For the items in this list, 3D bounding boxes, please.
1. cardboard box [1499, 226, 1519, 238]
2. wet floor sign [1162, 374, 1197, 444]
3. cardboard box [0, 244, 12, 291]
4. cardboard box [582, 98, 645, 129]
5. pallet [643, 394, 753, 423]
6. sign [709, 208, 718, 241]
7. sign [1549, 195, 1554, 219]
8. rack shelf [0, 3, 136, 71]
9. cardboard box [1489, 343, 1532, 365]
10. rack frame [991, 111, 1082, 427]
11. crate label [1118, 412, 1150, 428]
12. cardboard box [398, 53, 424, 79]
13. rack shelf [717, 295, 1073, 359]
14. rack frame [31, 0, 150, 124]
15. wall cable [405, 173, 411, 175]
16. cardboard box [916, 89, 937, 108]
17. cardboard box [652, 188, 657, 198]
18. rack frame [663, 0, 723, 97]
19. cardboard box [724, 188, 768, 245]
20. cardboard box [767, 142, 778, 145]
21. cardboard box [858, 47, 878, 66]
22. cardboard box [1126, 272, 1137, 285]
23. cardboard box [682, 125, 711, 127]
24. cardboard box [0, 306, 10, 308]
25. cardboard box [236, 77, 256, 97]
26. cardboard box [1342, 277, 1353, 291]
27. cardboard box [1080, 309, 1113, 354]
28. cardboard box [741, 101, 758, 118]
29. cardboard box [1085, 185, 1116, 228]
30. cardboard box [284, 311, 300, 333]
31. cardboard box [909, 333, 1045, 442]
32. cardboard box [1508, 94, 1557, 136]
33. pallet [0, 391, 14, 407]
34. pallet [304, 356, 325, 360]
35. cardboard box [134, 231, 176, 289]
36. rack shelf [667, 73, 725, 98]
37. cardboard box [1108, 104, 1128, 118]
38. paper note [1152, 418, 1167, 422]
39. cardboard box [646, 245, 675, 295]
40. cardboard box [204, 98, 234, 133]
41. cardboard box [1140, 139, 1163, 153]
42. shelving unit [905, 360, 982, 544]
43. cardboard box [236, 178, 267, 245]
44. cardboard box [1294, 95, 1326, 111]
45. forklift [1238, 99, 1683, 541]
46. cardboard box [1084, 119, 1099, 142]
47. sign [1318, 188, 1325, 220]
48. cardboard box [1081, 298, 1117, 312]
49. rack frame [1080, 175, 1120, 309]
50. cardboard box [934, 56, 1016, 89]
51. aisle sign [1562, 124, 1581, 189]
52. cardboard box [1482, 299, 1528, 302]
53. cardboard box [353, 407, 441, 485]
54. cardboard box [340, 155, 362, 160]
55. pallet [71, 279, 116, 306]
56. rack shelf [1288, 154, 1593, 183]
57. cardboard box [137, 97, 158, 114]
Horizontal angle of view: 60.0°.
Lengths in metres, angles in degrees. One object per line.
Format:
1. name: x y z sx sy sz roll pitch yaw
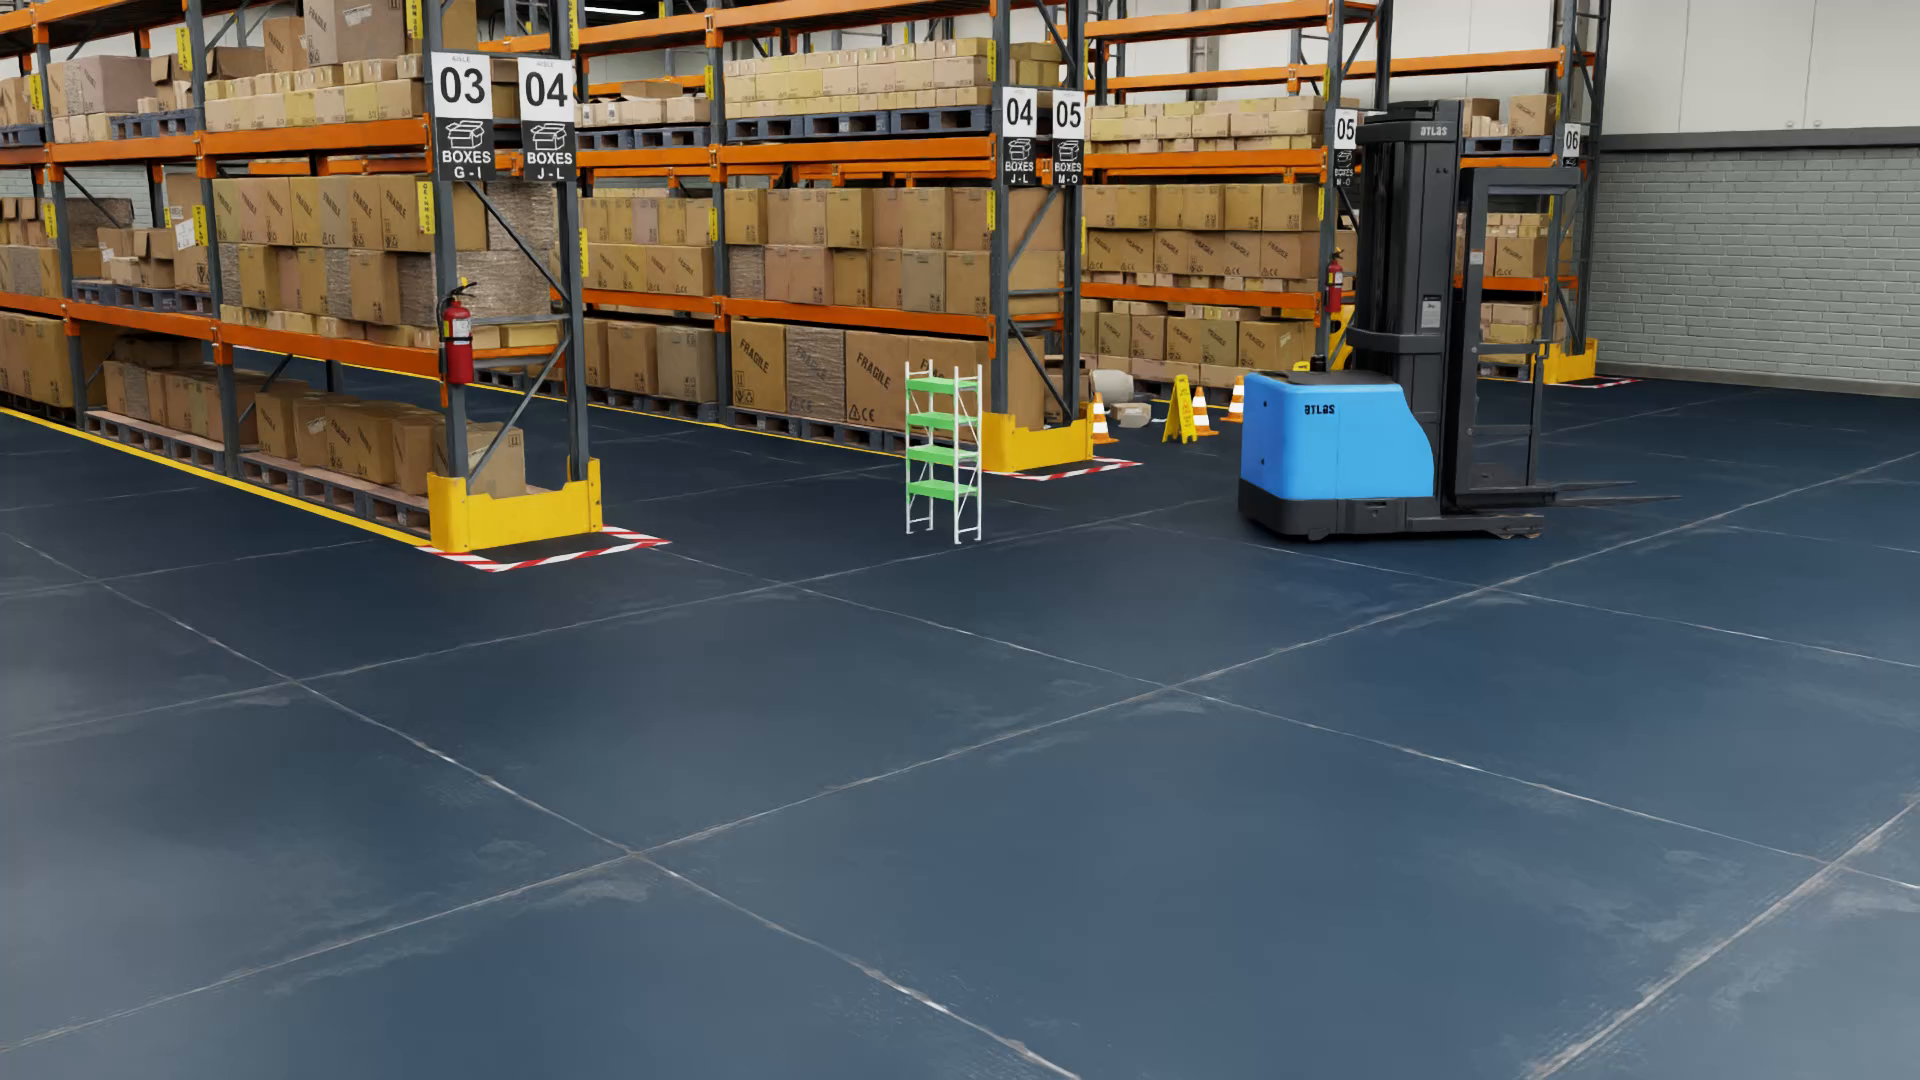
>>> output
1. cardboard box: 7.124 -3.957 21.330 0.380 0.149 0.250 -11 16 -42
2. wet floor sign: 2.118 -1.268 15.965 0.232 0.644 0.267 8 14 35
3. cardboard box: -10.448 -3.025 18.411 0.500 0.500 0.500 11 16 44
4. cardboard box: -3.817 -4.712 18.350 0.500 0.311 0.500 -11 16 -44
5. pallet: -2.683 -1.469 18.020 1.003 0.211 1.213 -11 16 -43
6. sign: -2.482 -3.184 16.760 0.100 0.325 0.005 -11 16 -43
7. sign: 7.362 -4.155 20.691 0.100 0.325 0.005 -11 16 -43
8. rack shelf: -9.897 -5.322 17.717 1.077 0.370 4.000 -11 16 -43
9. cardboard box: 7.211 -2.429 21.543 0.500 0.250 0.500 -11 16 -42
10. rack frame: 0.666 -2.149 14.409 1.000 3.000 0.127 -11 16 -43
11. crate label: 1.791 -1.236 17.073 0.298 0.136 0.250 3 12 16
12. cardboard box: -3.408 -3.061 10.784 0.380 0.149 0.250 -11 16 -43
13. rack shelf: -0.715 -2.089 15.898 1.077 0.370 4.000 -11 16 -43
14. rack frame: -8.515 -5.578 16.187 1.000 3.000 0.127 -11 16 -43
15. wall cable: -10.784 -6.521 33.036 0.585 1.953 0.123 -11 16 -43
16. cardboard box: -0.160 -3.825 14.446 0.380 0.149 0.250 -11 16 -42
17. cardboard box: -4.657 -5.516 26.416 0.380 0.149 0.250 -10 16 -41
18. rack frame: -4.110 -7.543 25.724 1.000 3.000 0.127 -11 16 -43
19. cardboard box: -1.866 -3.277 16.834 0.875 0.550 0.550 -11 16 -43
20. cardboard box: -2.552 -5.782 23.903 0.258 0.266 0.396 11 16 44
21. cardboard box: -0.690 -4.328 14.909 0.380 0.149 0.250 -11 16 -43
22. cardboard box: 2.170 -3.084 19.570 0.380 0.149 0.250 -11 16 -43
23. cardboard box: -2.876 -4.574 18.081 0.380 0.149 0.250 -11 16 -43
24. cardboard box: -10.821 -2.298 19.359 1.225 0.875 0.875 -11 16 -42
25. cardboard box: -5.346 -3.485 12.843 0.380 0.149 0.250 -11 16 -42
26. cardboard box: 4.092 -2.809 18.235 0.380 0.149 0.250 -11 16 -42
27. cardboard box: 1.626 -2.540 20.221 0.500 0.500 0.500 -10 15 -40
28. cardboard box: -1.910 -4.196 16.243 0.380 0.149 0.250 -11 16 -42
29. cardboard box: 1.898 -3.950 19.686 0.700 0.500 0.500 -11 16 -42
30. cardboard box: -4.941 -1.681 12.760 0.380 0.149 0.250 -11 16 -43
31. cardboard box: 0.150 -1.404 15.017 0.875 0.875 0.875 -11 16 -42
32. cardboard box: 7.282 -5.349 20.972 0.500 0.500 0.500 -10 15 -41
33. pallet: -10.690 -1.756 19.412 1.003 0.211 1.213 -11 16 -43
34. pallet: -8.957 -2.806 24.507 1.003 0.211 1.213 -11 16 -43
35. cardboard box: -7.017 -2.553 15.072 0.797 0.503 0.637 -9 15 -37
36. rack shelf: -2.729 -6.703 24.420 1.077 0.370 4.000 -11 16 -43
37. cardboard box: 1.934 -4.967 19.299 0.380 0.149 0.250 -11 16 -43
38. paper note: 2.084 -1.260 17.452 0.142 0.019 0.148 6 13 26
39. cardboard box: -2.999 -2.894 17.779 0.500 0.500 0.500 -11 16 -43
40. cardboard box: -5.628 -3.351 13.180 0.500 0.250 0.500 11 16 43
41. cardboard box: 2.279 -4.503 19.026 0.380 0.149 0.250 -11 16 -44
42. shelving unit: -0.114 -0.612 11.408 0.258 1.200 0.503 -11 16 -43
43. cardboard box: -5.280 -2.567 12.974 0.500 0.500 0.500 -11 16 -43
44. cardboard box: 3.730 -4.598 17.511 0.380 0.149 0.250 -11 16 -42
45. forklift: 3.589 -1.546 11.652 3.031 2.935 1.130 -2 12 -8
46. cardboard box: 1.520 -4.876 19.848 0.500 0.250 0.500 -11 16 -44
47. sign: 3.761 -3.501 17.319 0.100 0.325 0.005 -11 16 -43
48. cardboard box: 1.669 -2.831 20.026 0.380 0.149 0.250 -11 16 -42
49. rack frame: 2.239 -4.713 26.856 1.000 3.000 0.127 -11 16 -43
50. cardboard box: 0.126 -3.978 14.197 0.500 0.250 0.500 -11 16 -42
51. aisle sign: 7.597 -4.769 20.681 0.394 0.787 0.004 -11 16 -43
52. cardboard box: 7.221 -3.063 22.143 0.500 0.250 0.500 -11 16 -42
53. cardboard box: -4.266 -0.724 12.646 0.500 0.500 0.500 -9 15 -37
54. cardboard box: -8.155 -5.330 22.787 0.500 0.250 0.500 -10 16 -41
55. pallet: -7.946 -2.457 16.379 1.213 0.211 1.003 -11 16 -43
56. rack shelf: 6.383 -4.955 22.375 1.077 0.370 4.000 -11 16 -43
57. cardboard box: -7.120 -3.877 14.898 0.250 0.166 0.380 11 16 44
